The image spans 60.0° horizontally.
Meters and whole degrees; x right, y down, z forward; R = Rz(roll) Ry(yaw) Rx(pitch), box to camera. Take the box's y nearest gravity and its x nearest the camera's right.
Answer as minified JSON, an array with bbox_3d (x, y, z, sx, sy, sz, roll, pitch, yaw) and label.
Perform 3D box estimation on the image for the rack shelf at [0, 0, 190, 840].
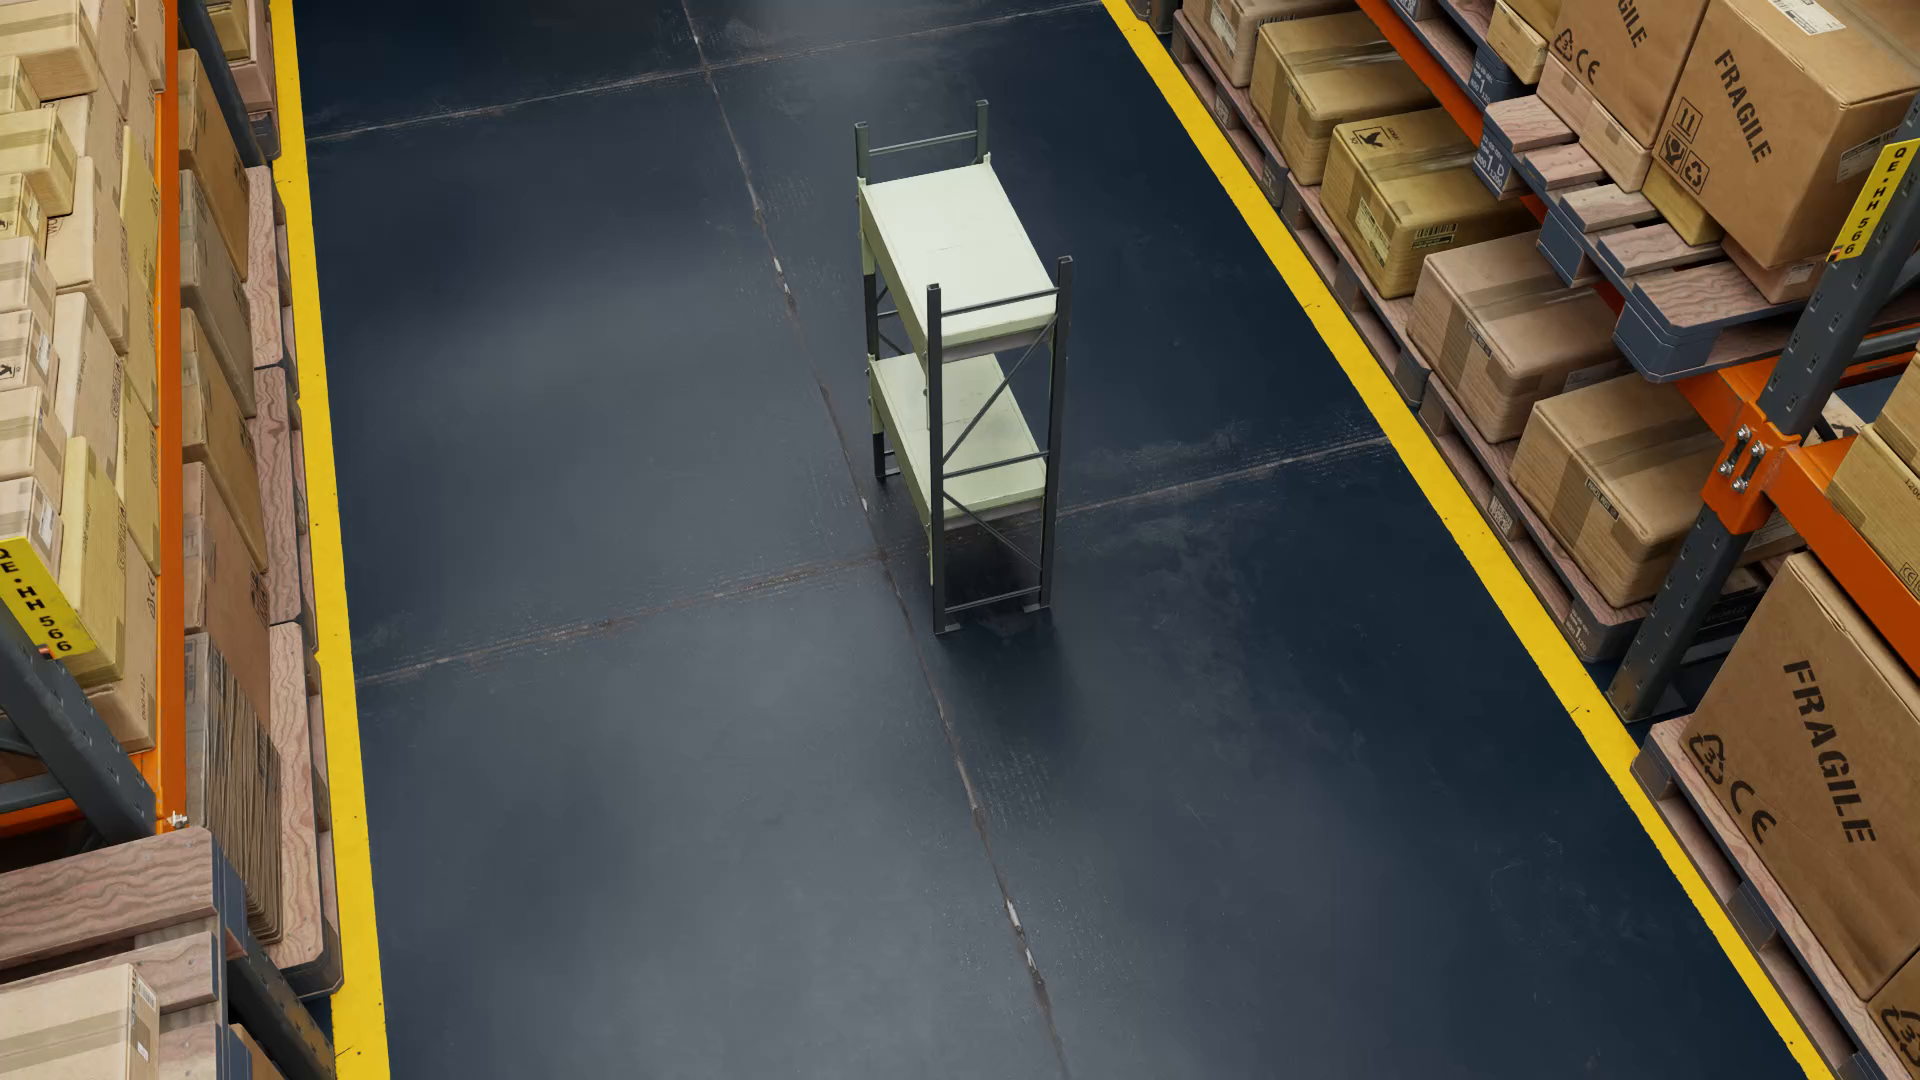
[{"bbox_3d":[-2.772,-0.642,4.800,1.077,0.370,4.000,-13,51,-11],"label":"rack shelf"}]

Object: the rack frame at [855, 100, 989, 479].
[{"bbox_3d":[-0.110,-0.756,5.406,0.400,1.500,0.023,-13,51,-11],"label":"rack frame"}]

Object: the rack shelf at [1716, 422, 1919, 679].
[{"bbox_3d":[3.151,1.155,3.285,1.077,0.370,4.000,-13,51,-11],"label":"rack shelf"}]

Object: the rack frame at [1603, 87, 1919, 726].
[{"bbox_3d":[2.560,-0.538,4.242,1.000,3.000,0.127,-13,51,-11],"label":"rack frame"}]

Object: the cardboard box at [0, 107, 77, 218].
[{"bbox_3d":[-2.386,-0.894,4.052,0.380,0.149,0.250,-12,51,-10],"label":"cardboard box"}]

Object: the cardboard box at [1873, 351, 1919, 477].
[{"bbox_3d":[2.474,-0.225,3.749,0.500,0.250,0.500,-14,51,-11],"label":"cardboard box"}]

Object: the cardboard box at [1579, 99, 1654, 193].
[{"bbox_3d":[1.972,-1.132,4.632,0.380,0.149,0.250,-14,51,-11],"label":"cardboard box"}]

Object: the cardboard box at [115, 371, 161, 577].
[{"bbox_3d":[-2.223,-0.112,3.981,0.500,0.250,0.500,-14,51,-12],"label":"cardboard box"}]

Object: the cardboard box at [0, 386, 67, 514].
[{"bbox_3d":[-2.074,-0.148,3.423,0.380,0.149,0.250,-12,51,-10],"label":"cardboard box"}]

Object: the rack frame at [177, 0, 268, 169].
[{"bbox_3d":[-3.364,-2.334,5.756,1.000,3.000,0.127,-13,51,-11],"label":"rack frame"}]

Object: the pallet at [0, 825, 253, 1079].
[{"bbox_3d":[-1.913,1.128,2.963,1.213,0.211,1.003,-13,51,-11],"label":"pallet"}]

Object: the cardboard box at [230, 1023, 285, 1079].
[{"bbox_3d":[-1.851,1.518,3.869,0.500,0.500,0.500,-12,51,-10],"label":"cardboard box"}]

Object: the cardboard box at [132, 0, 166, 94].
[{"bbox_3d":[-2.811,-1.611,5.244,0.500,0.250,0.500,-14,51,-11],"label":"cardboard box"}]

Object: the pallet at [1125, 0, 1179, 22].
[{"bbox_3d":[1.144,-3.043,8.177,1.003,0.211,1.213,-13,51,-11],"label":"pallet"}]

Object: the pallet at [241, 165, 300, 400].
[{"bbox_3d":[-3.109,-0.906,6.376,1.003,0.211,1.213,-13,51,-11],"label":"pallet"}]

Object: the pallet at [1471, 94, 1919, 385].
[{"bbox_3d":[2.247,-0.972,4.733,1.213,0.211,1.003,-13,51,-11],"label":"pallet"}]

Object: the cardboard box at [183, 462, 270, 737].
[{"bbox_3d":[-2.553,0.283,4.828,0.875,0.625,0.625,-12,51,-10],"label":"cardboard box"}]

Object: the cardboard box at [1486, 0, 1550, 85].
[{"bbox_3d":[1.811,-1.515,4.955,0.380,0.149,0.250,-13,51,-10],"label":"cardboard box"}]

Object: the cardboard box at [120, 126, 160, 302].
[{"bbox_3d":[-2.533,-0.866,4.616,0.500,0.250,0.500,-12,51,-10],"label":"cardboard box"}]

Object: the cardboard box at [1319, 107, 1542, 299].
[{"bbox_3d":[1.957,-1.333,6.356,0.950,0.372,0.625,-12,51,-10],"label":"cardboard box"}]

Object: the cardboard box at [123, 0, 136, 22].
[{"bbox_3d":[-2.815,-1.772,5.053,0.500,0.250,0.500,-15,51,-12],"label":"cardboard box"}]

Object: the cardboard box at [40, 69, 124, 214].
[{"bbox_3d":[-2.538,-1.025,4.423,0.500,0.250,0.500,-13,51,-10],"label":"cardboard box"}]

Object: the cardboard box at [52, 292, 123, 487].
[{"bbox_3d":[-2.226,-0.271,3.788,0.500,0.250,0.500,-12,51,-10],"label":"cardboard box"}]

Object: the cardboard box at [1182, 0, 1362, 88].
[{"bbox_3d":[1.534,-2.365,7.226,0.950,0.372,0.625,-13,51,-11],"label":"cardboard box"}]

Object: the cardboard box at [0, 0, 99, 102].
[{"bbox_3d":[-2.492,-1.274,4.372,0.380,0.149,0.250,-15,51,-12],"label":"cardboard box"}]

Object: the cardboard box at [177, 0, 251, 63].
[{"bbox_3d":[-3.212,-2.168,6.812,0.500,0.250,0.500,-14,51,-11],"label":"cardboard box"}]

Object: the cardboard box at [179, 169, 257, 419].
[{"bbox_3d":[-2.977,-0.757,5.705,0.875,0.625,0.625,-14,51,-11],"label":"cardboard box"}]

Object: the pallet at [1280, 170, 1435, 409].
[{"bbox_3d":[1.973,-1.100,6.539,1.003,0.211,1.213,-13,51,-11],"label":"pallet"}]

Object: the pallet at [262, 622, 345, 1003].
[{"bbox_3d":[-2.387,0.876,4.874,1.003,0.211,1.213,-13,51,-11],"label":"pallet"}]

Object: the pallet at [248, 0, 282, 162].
[{"bbox_3d":[-3.559,-2.026,7.320,1.003,0.211,1.213,-13,51,-11],"label":"pallet"}]

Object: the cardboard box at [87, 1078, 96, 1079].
[{"bbox_3d":[-1.560,1.197,2.602,0.500,0.250,0.500,-15,52,-13],"label":"cardboard box"}]

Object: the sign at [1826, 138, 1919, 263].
[{"bbox_3d":[2.044,-0.756,3.720,0.100,0.325,0.005,-13,51,-11],"label":"sign"}]

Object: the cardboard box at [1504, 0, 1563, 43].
[{"bbox_3d":[1.846,-1.814,4.783,0.500,0.500,0.500,-16,52,-13],"label":"cardboard box"}]

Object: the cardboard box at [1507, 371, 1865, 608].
[{"bbox_3d":[2.402,-0.241,5.435,0.950,0.372,0.625,-16,52,-13],"label":"cardboard box"}]

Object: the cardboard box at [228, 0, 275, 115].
[{"bbox_3d":[-3.191,-2.012,7.008,0.500,0.250,0.500,-13,51,-11],"label":"cardboard box"}]

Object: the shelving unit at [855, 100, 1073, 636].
[{"bbox_3d":[-0.002,-0.488,5.181,0.431,1.500,0.755,-13,51,-11],"label":"shelving unit"}]

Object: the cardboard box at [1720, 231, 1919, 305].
[{"bbox_3d":[2.238,-0.779,4.334,0.380,0.149,0.250,-12,51,-10],"label":"cardboard box"}]

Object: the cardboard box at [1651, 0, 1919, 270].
[{"bbox_3d":[2.160,-1.070,4.156,0.500,0.500,0.500,-15,51,-12],"label":"cardboard box"}]

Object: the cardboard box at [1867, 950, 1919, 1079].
[{"bbox_3d":[2.944,1.187,3.902,0.875,0.875,0.875,-13,51,-11],"label":"cardboard box"}]

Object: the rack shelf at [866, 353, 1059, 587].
[{"bbox_3d":[-0.002,-0.278,5.430,0.431,0.370,0.720,-13,51,-11],"label":"rack shelf"}]

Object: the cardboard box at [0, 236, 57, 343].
[{"bbox_3d":[-2.264,-0.518,3.735,0.380,0.149,0.250,-13,51,-11],"label":"cardboard box"}]
